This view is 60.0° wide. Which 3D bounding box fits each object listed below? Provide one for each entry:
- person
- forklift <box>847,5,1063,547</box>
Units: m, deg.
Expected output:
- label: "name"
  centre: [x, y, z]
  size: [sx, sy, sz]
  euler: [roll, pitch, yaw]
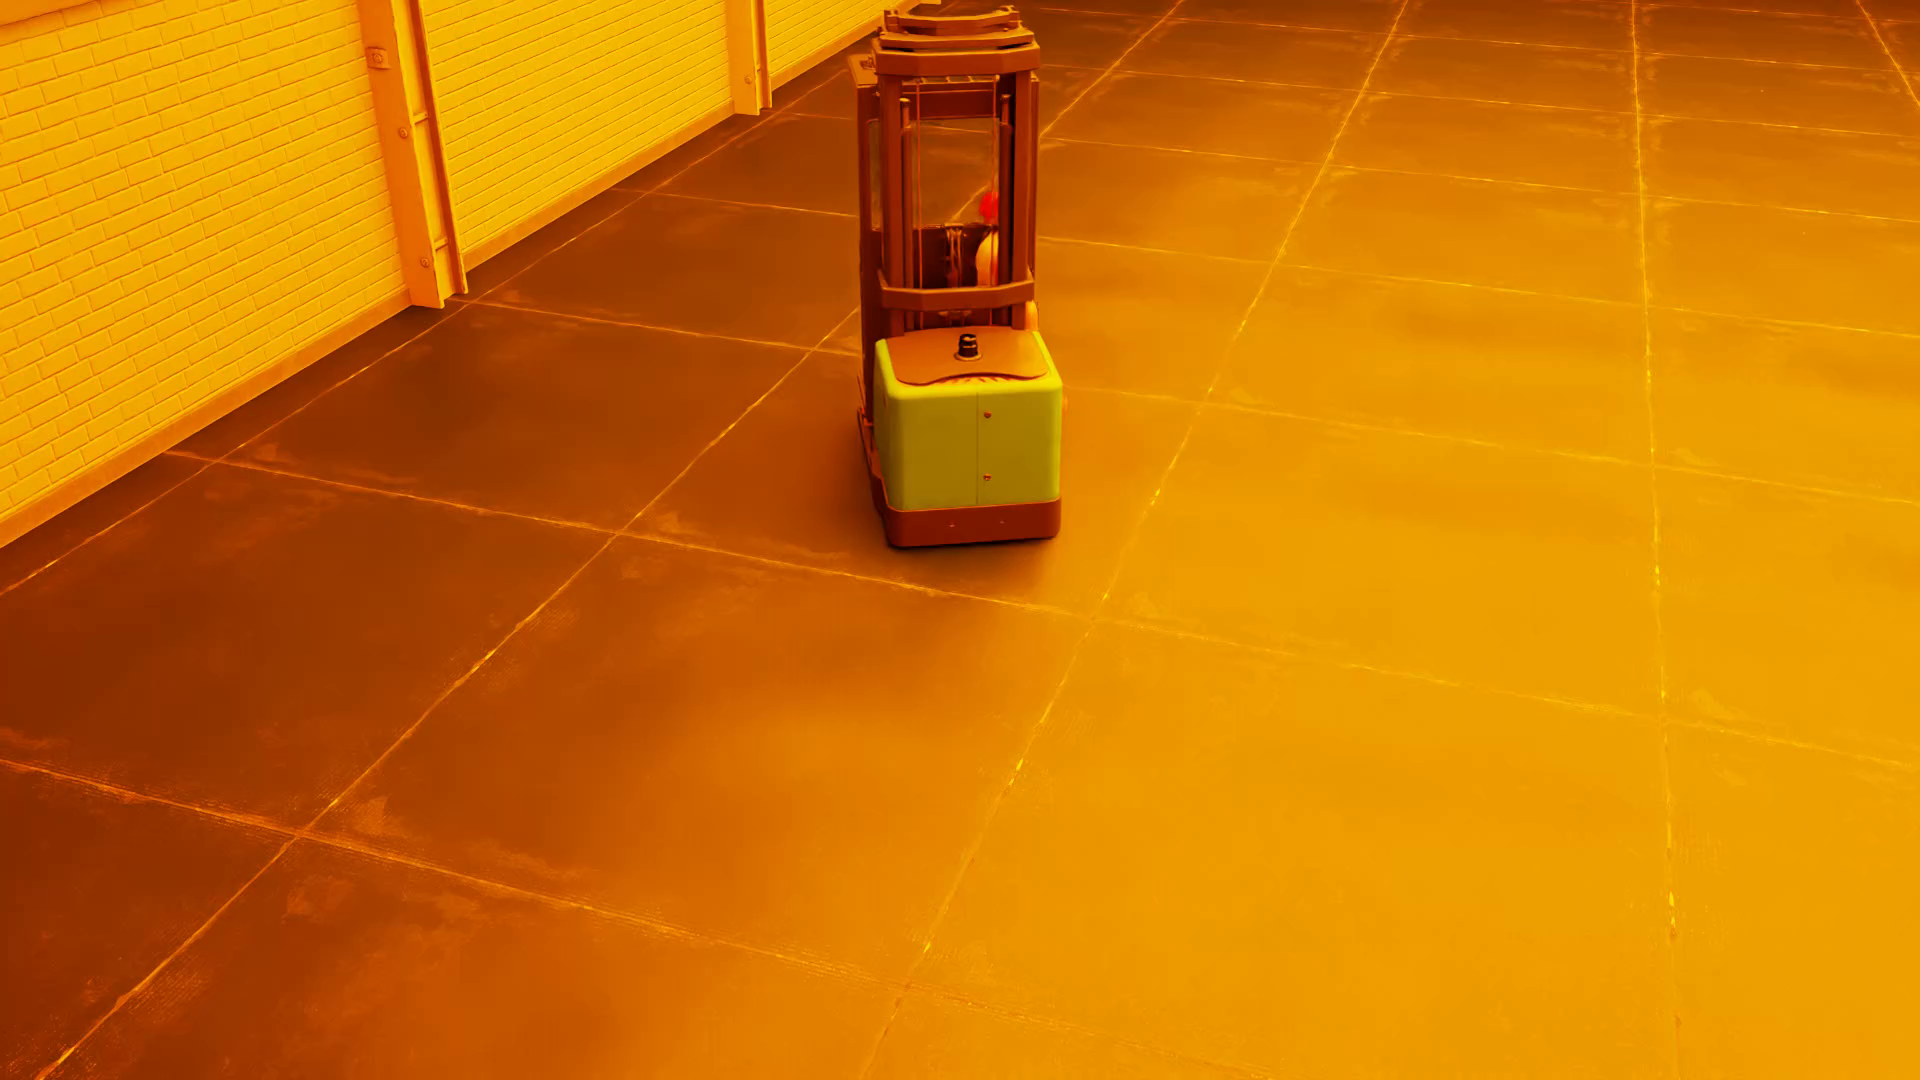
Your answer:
- label: "person"
  centre: [0.338, -1.402, 10.664]
  size: [0.686, 1.724, 0.936]
  euler: [21, 36, 32]
- label: "forklift"
  centre: [-0.108, -1.941, 10.542]
  size: [1.130, 2.935, 3.031]
  euler: [-4, 30, -7]
